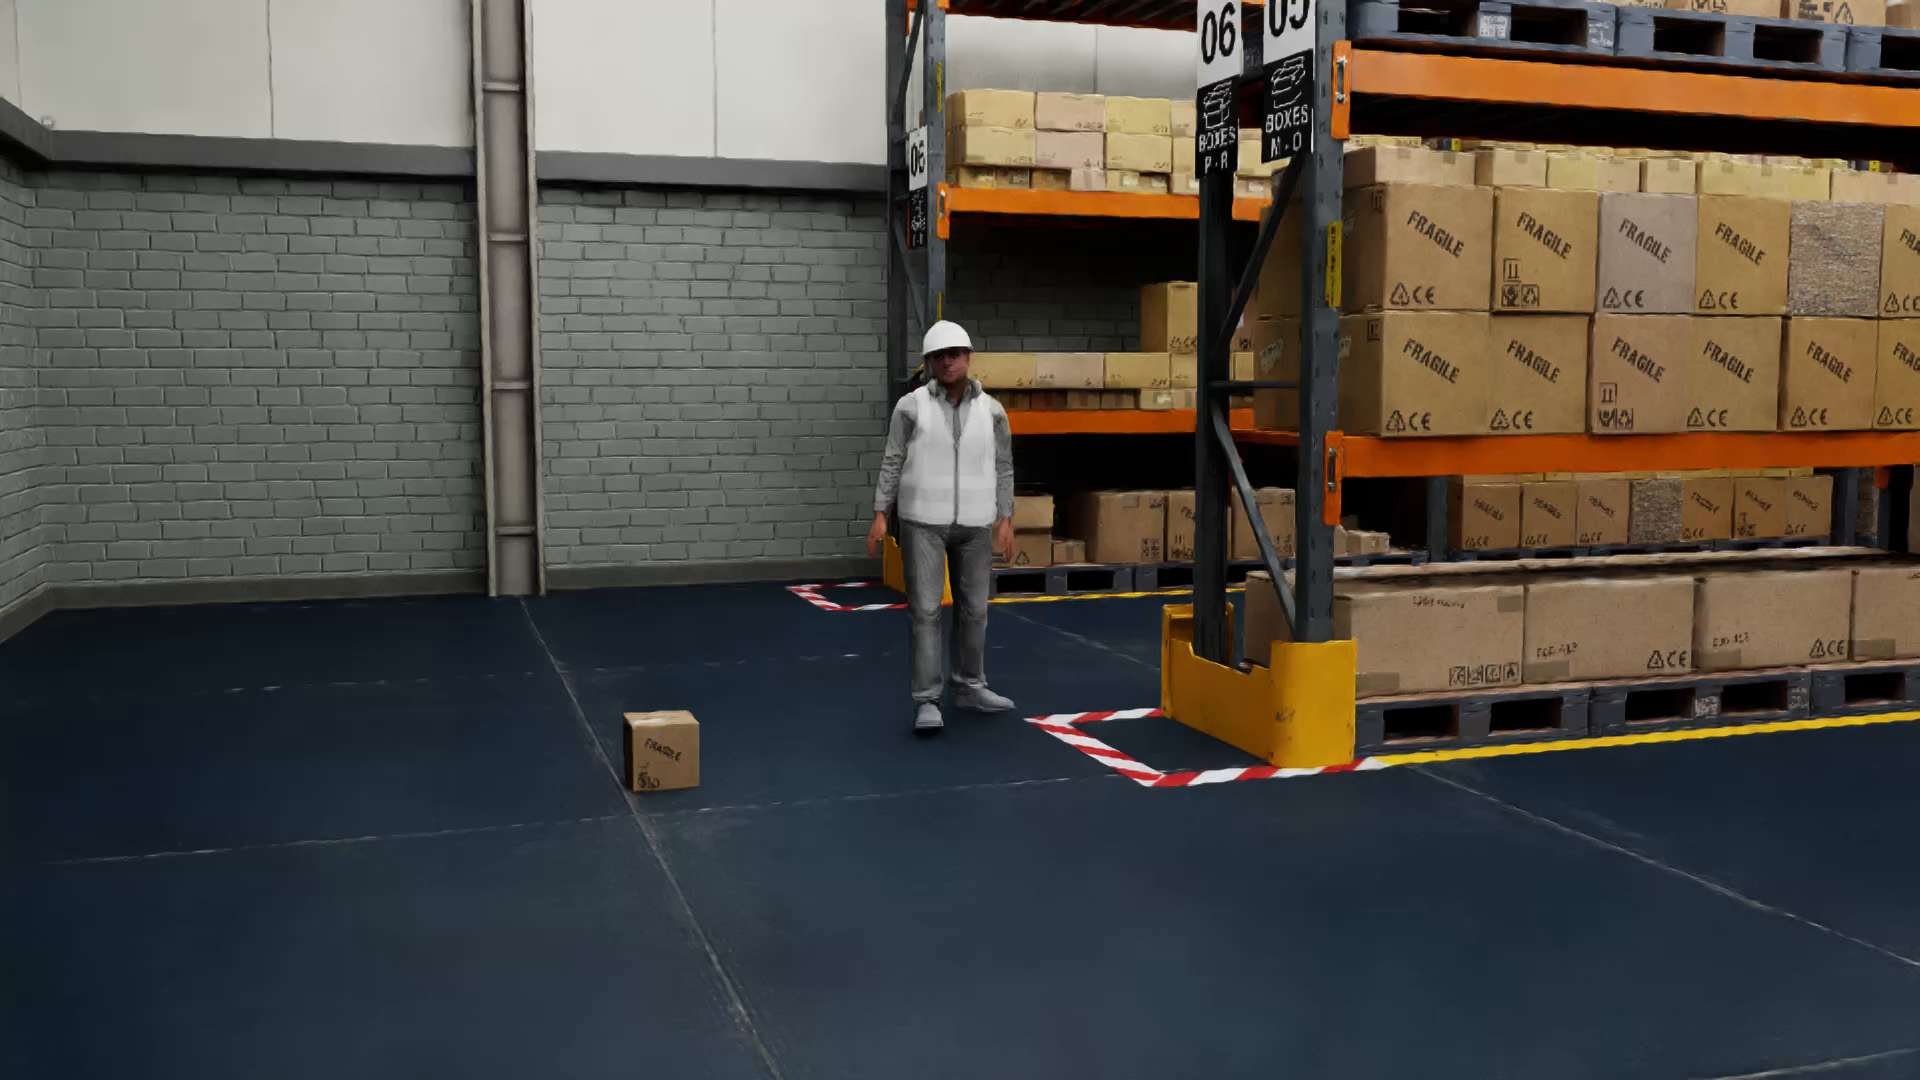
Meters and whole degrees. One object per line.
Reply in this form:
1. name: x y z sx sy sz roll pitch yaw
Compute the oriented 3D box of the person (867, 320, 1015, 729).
1. person: -0.065 -0.074 7.312 0.689 1.774 0.577 -2 6 -15
